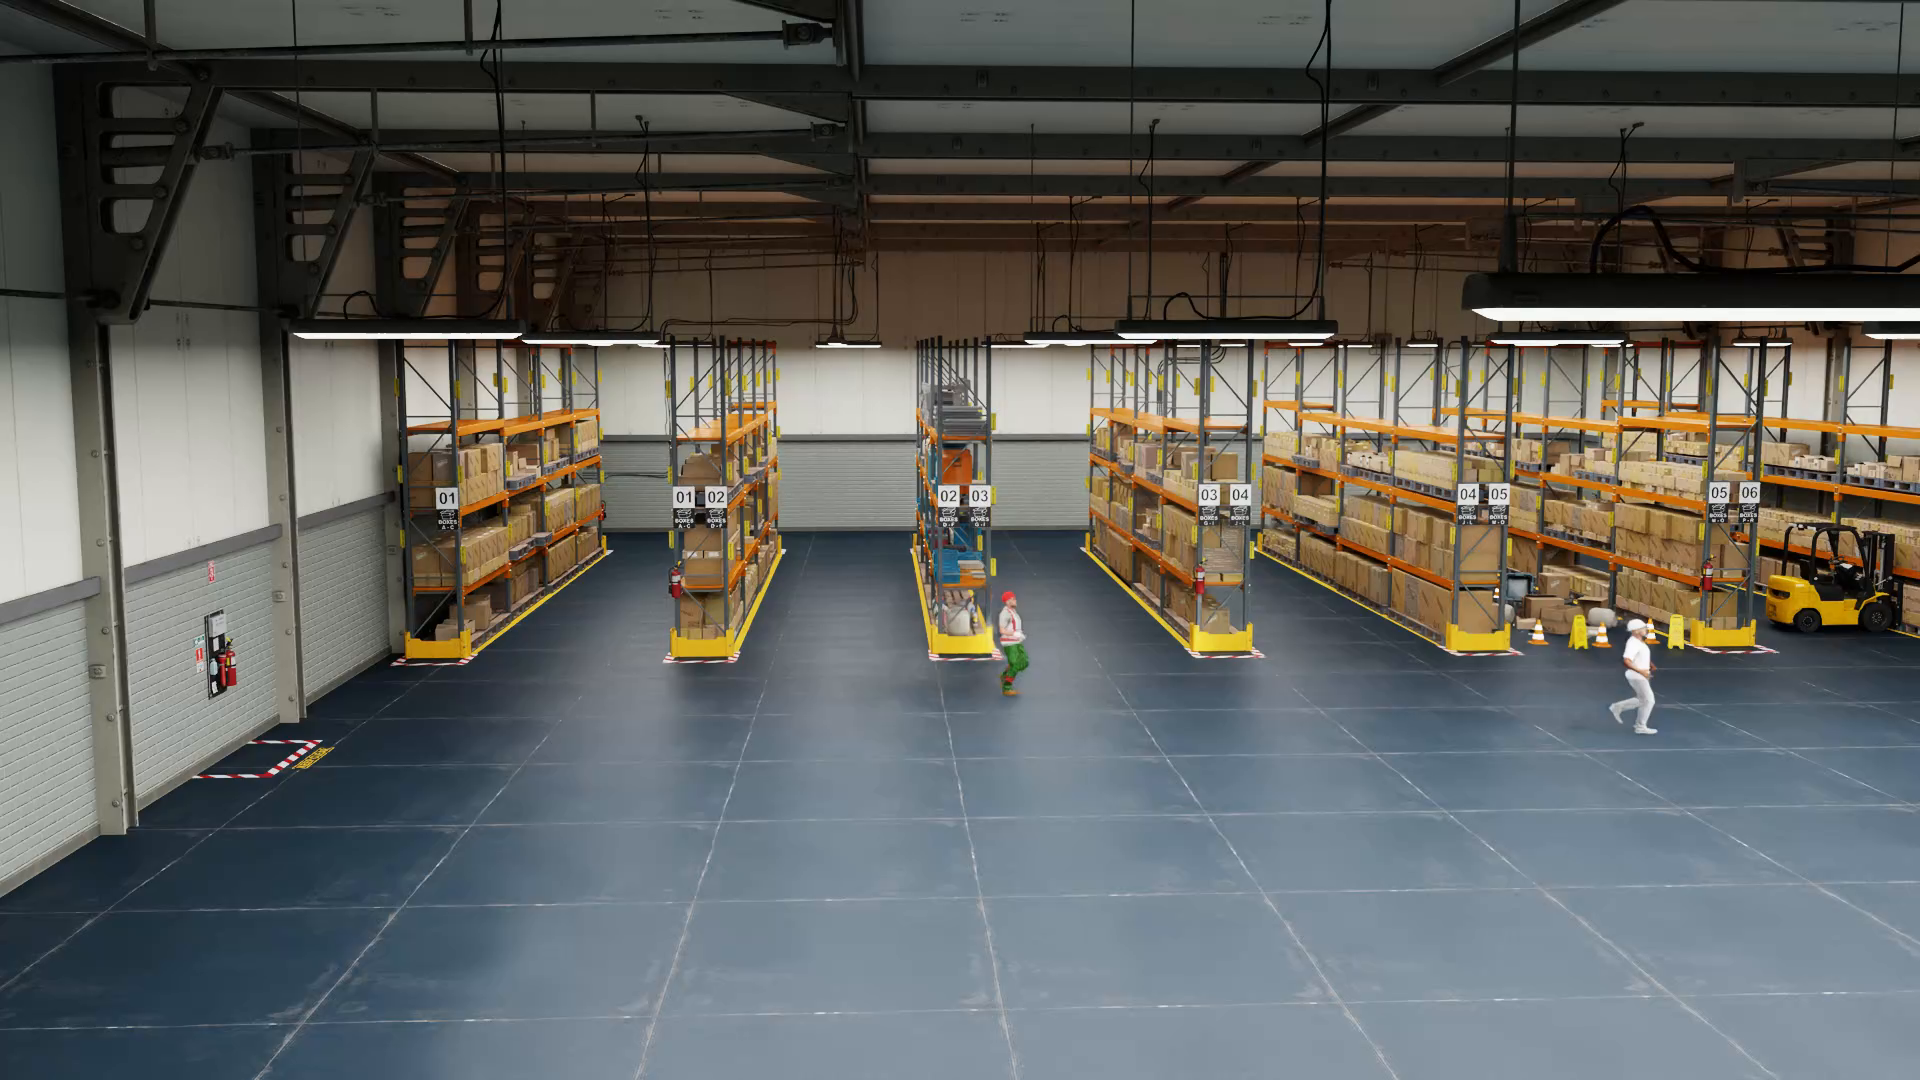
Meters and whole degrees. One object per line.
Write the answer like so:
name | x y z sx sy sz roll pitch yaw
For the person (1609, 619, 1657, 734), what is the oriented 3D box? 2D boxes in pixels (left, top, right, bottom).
person | 10.120 2.041 24.938 0.696 1.723 0.704 3 7 25

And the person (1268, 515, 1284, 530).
person | 9.430 -0.635 49.159 0.765 1.595 0.687 1 7 12

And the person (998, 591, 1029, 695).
person | 0.889 1.716 27.657 0.598 1.740 0.648 3 7 21

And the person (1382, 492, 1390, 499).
person | 12.658 -0.676 49.447 0.709 1.697 0.622 0 6 1
